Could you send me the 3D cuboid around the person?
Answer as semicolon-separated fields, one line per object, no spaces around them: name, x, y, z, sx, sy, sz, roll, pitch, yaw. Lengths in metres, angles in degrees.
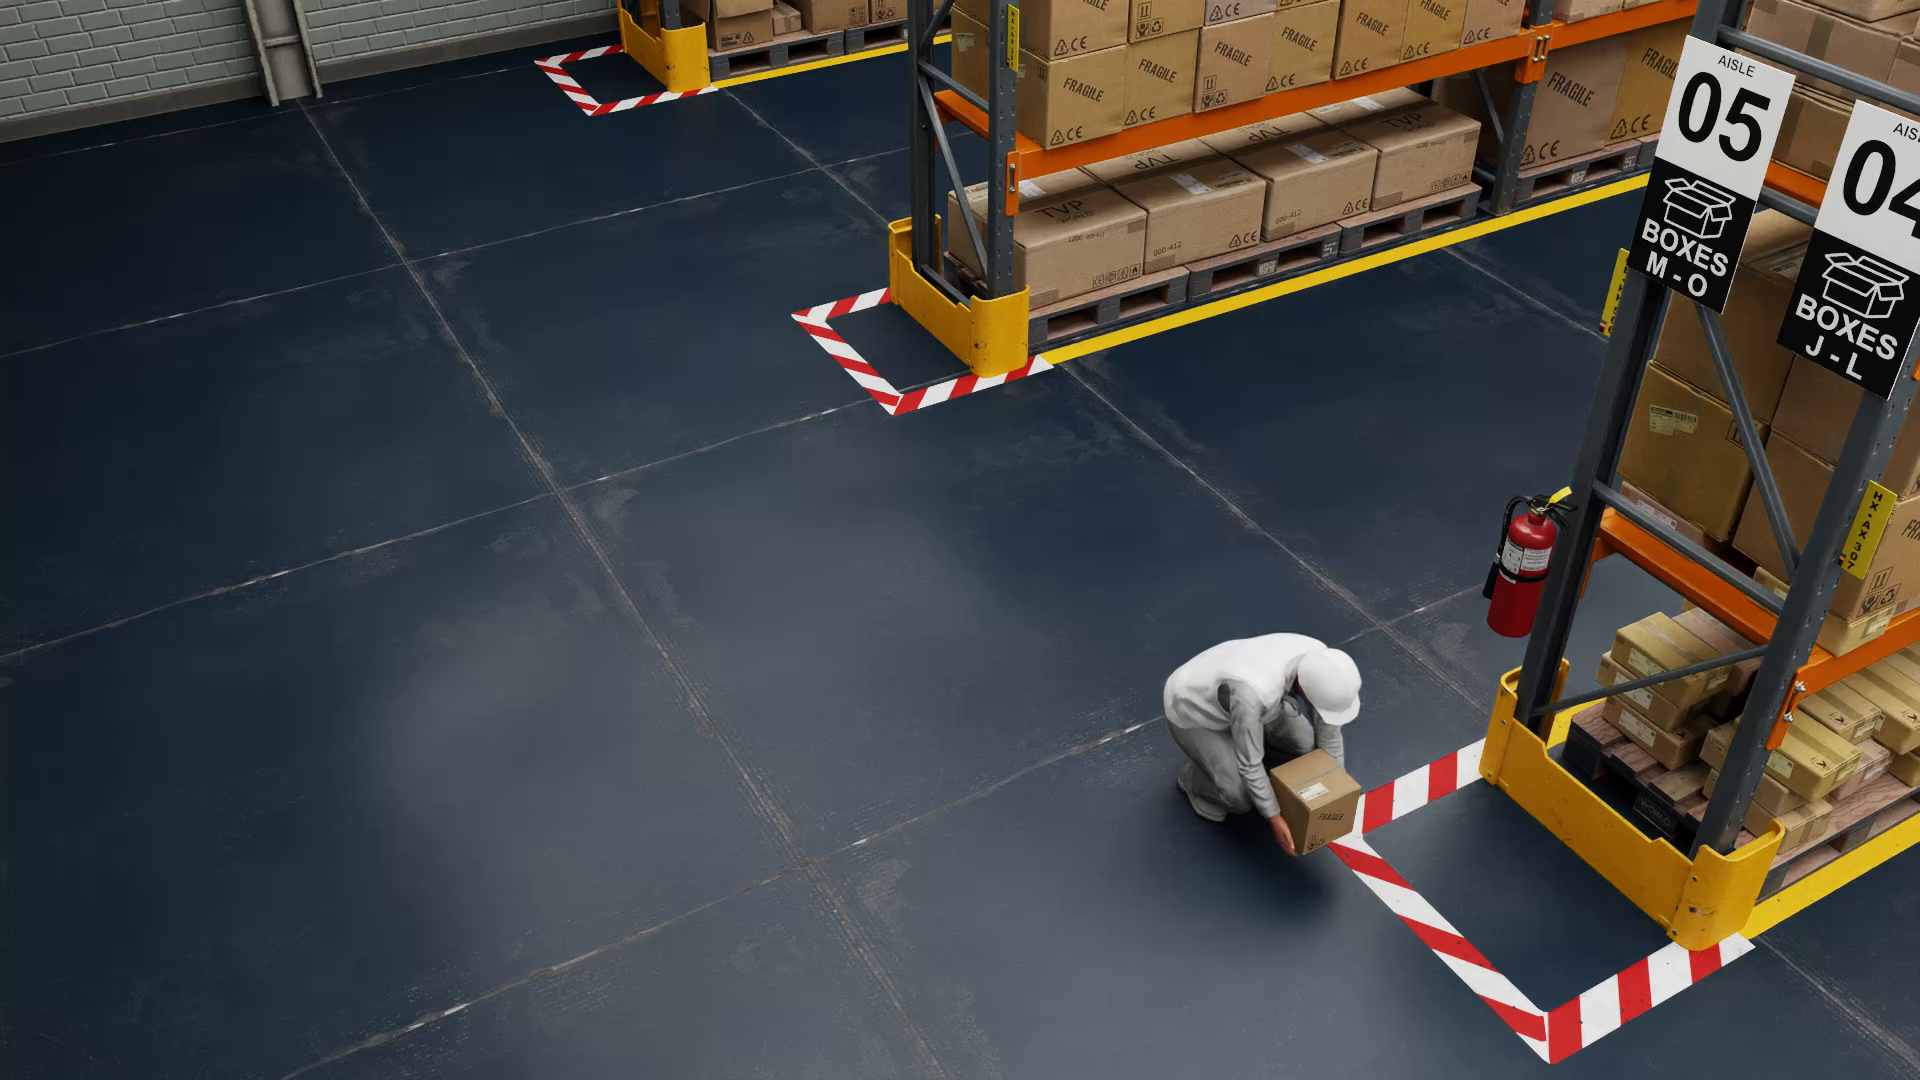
person;1.201;0.707;6.603;0.527;1.012;0.854;-19;41;-24
